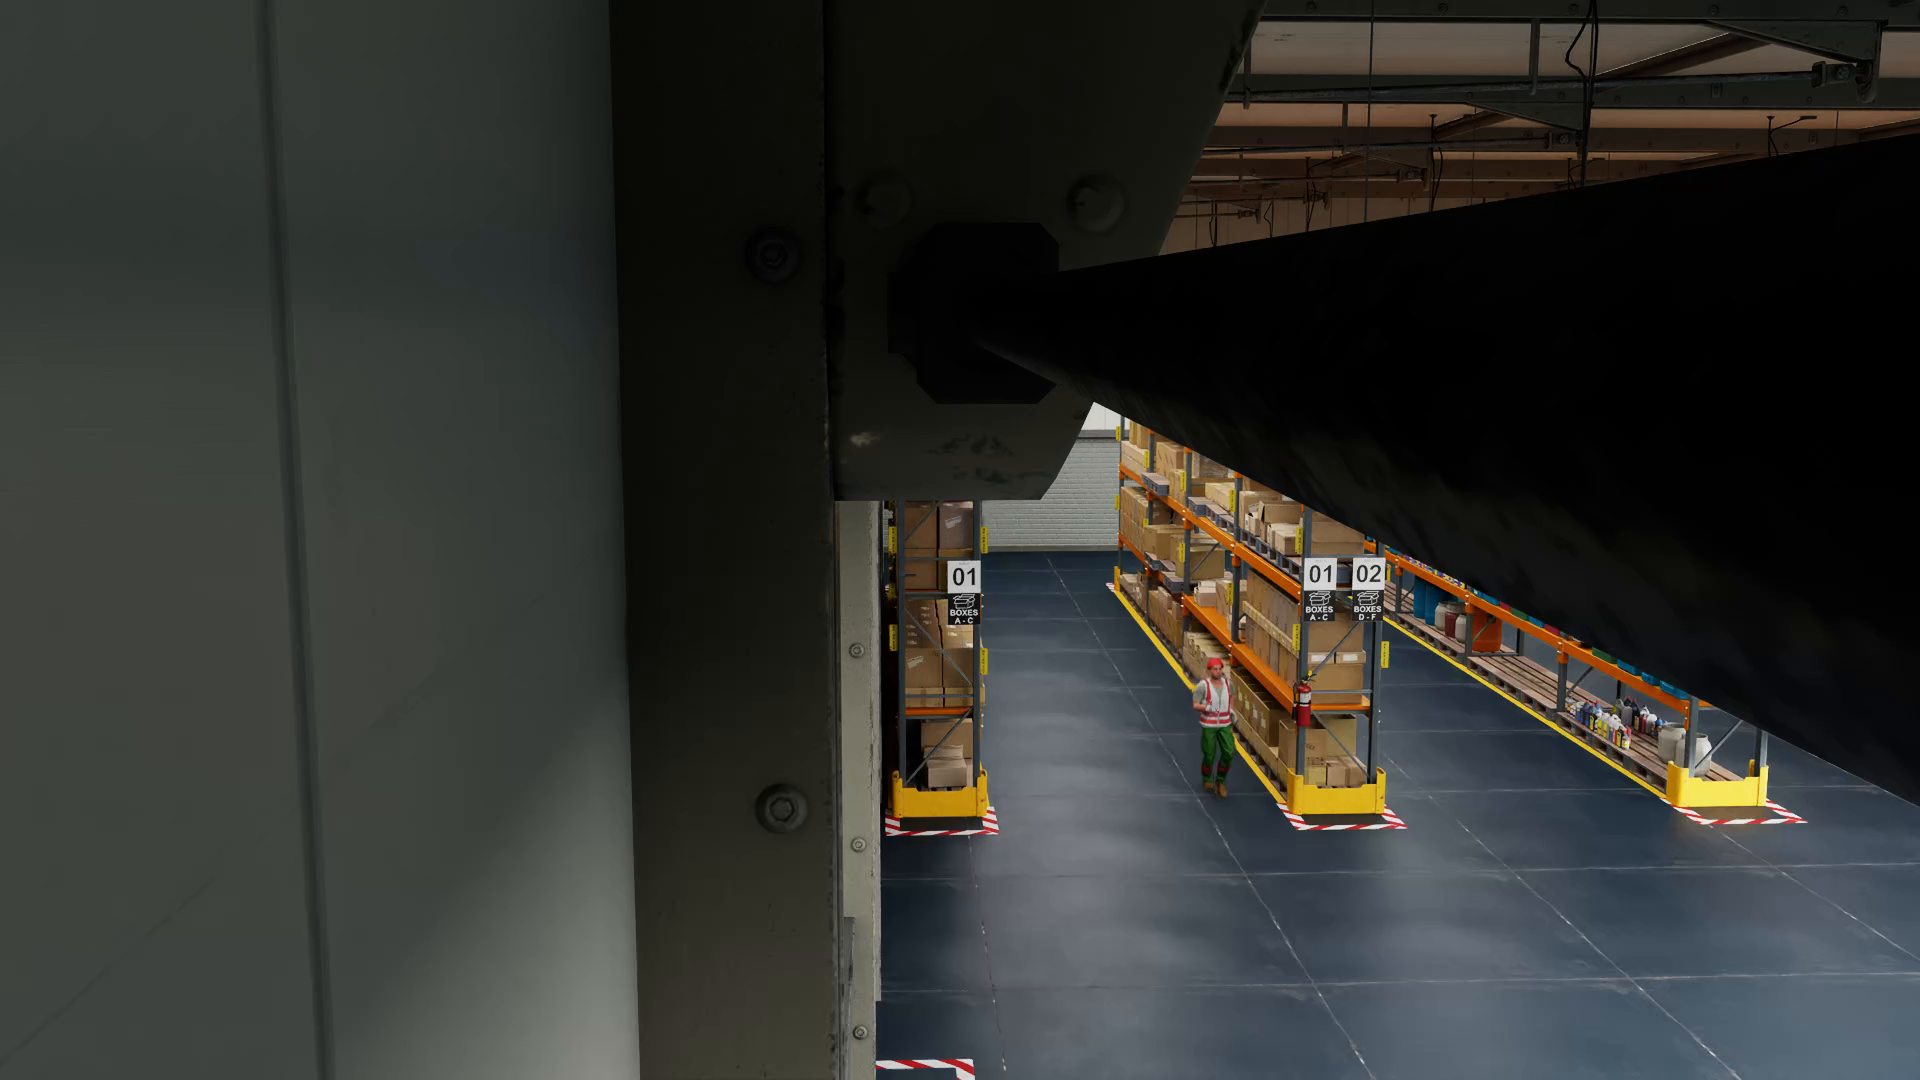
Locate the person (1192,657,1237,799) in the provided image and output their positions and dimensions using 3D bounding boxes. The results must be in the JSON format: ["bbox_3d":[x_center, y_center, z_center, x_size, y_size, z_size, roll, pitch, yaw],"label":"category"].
[{"bbox_3d":[3.285,2.407,21.252,0.632,1.814,0.680,-1,8,-7],"label":"person"}]
